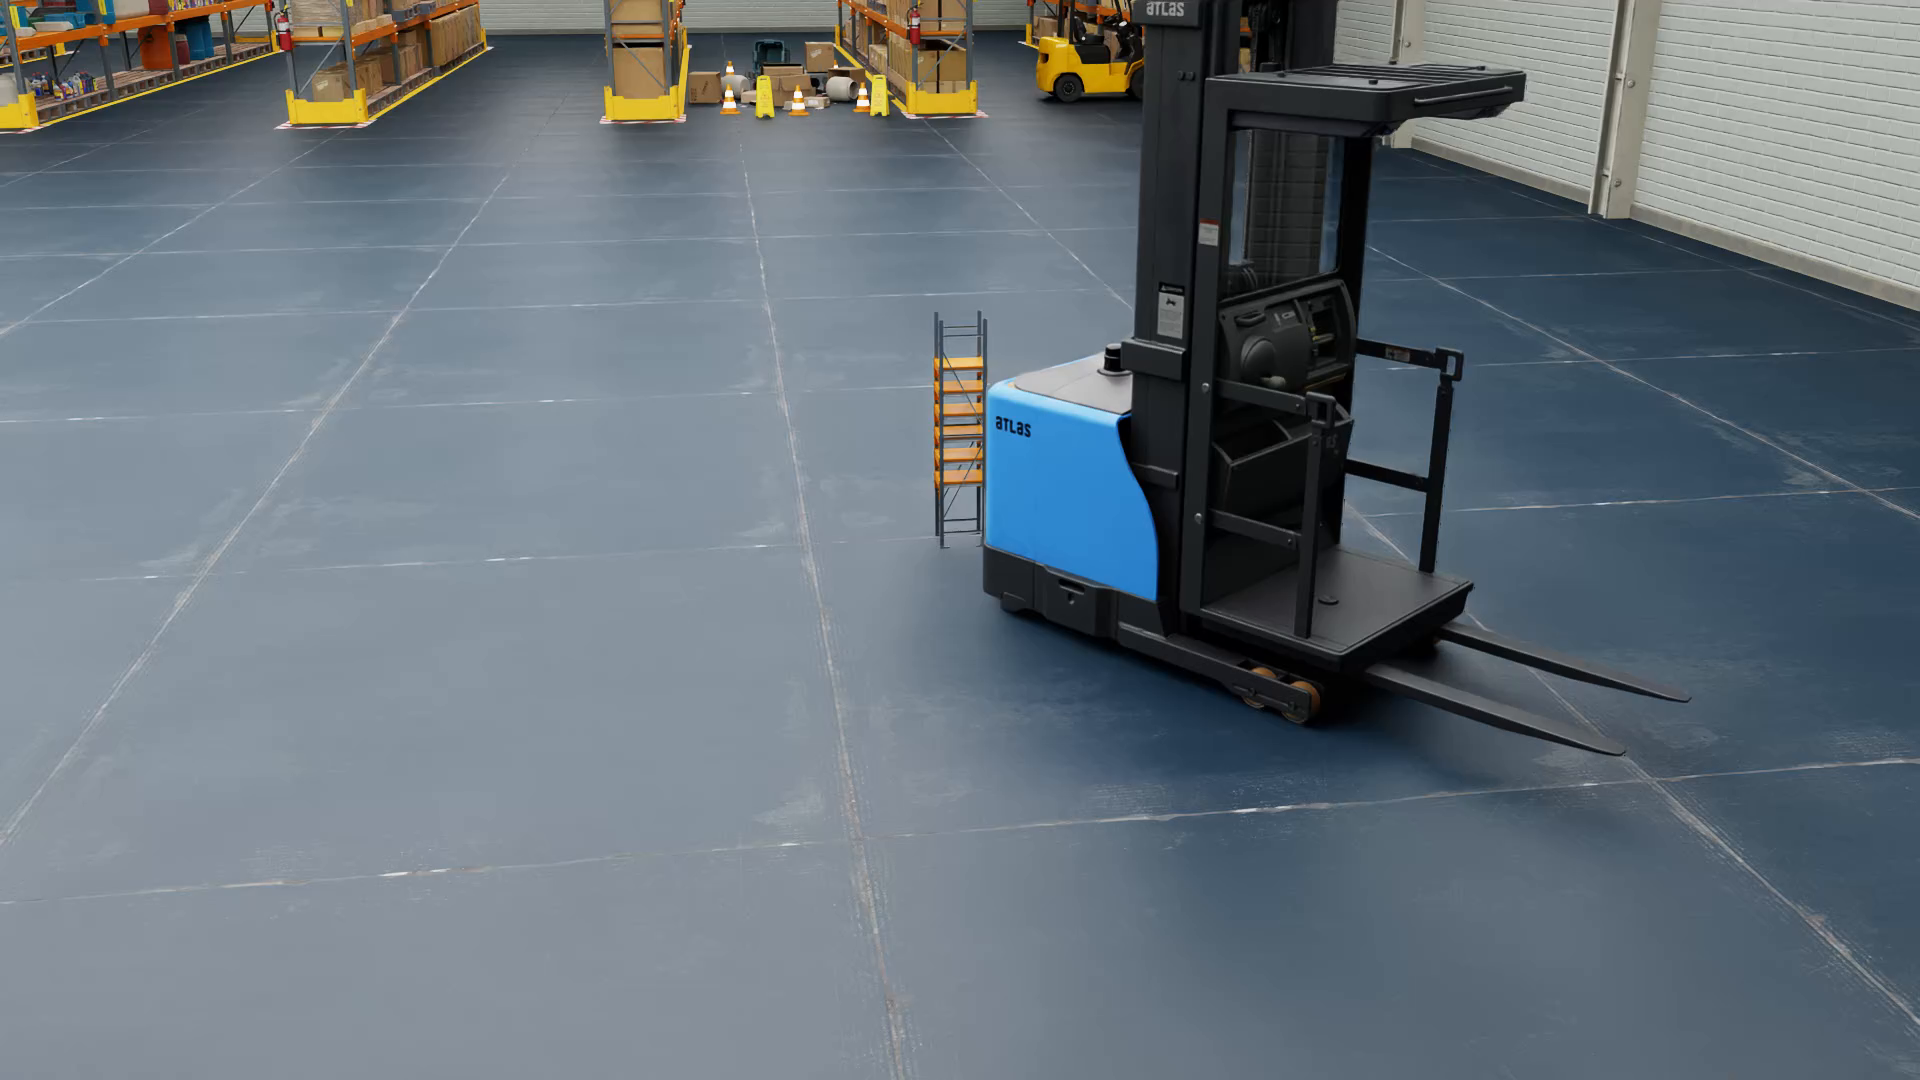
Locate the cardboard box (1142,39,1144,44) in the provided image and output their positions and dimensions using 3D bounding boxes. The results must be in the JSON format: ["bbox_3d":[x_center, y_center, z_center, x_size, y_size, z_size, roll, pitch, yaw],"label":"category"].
[{"bbox_3d":[3.951,-9.489,32.630,0.875,0.625,0.625,-2,21,-5],"label":"cardboard box"}]

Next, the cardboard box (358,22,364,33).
[{"bbox_3d":[-10.033,-8.429,27.356,0.380,0.149,0.250,-3,21,-8],"label":"cardboard box"}]

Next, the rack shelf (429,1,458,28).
[{"bbox_3d":[-11.545,-11.214,35.482,1.077,0.370,4.000,-3,21,-8],"label":"rack shelf"}]

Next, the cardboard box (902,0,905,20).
[{"bbox_3d":[-0.716,-9.122,28.285,0.500,0.500,0.500,-3,21,-8],"label":"cardboard box"}]

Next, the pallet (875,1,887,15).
[{"bbox_3d":[-1.125,-10.585,33.044,1.003,0.211,1.213,-3,21,-8],"label":"pallet"}]

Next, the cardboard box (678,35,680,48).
[{"bbox_3d":[-6.260,-10.531,35.597,0.500,0.500,0.500,-3,21,-7],"label":"cardboard box"}]

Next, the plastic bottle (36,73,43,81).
[{"bbox_3d":[-15.876,-7.888,28.707,0.144,0.351,0.185,-2,21,-6],"label":"plastic bottle"}]

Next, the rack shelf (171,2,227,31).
[{"bbox_3d":[-16.447,-10.964,34.813,1.077,0.370,4.000,-3,21,-8],"label":"rack shelf"}]

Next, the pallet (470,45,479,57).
[{"bbox_3d":[-12.045,-11.628,39.546,1.003,0.211,1.213,-3,21,-8],"label":"pallet"}]

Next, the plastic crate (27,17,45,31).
[{"bbox_3d":[-15.665,-8.640,27.865,0.450,0.188,0.662,-3,21,-8],"label":"plastic crate"}]

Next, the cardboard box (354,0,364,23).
[{"bbox_3d":[-10.376,-8.809,27.446,0.875,0.500,0.500,-3,21,-8],"label":"cardboard box"}]

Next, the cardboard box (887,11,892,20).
[{"bbox_3d":[-1.146,-9.730,30.840,0.380,0.149,0.250,-3,21,-8],"label":"cardboard box"}]

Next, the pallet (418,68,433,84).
[{"bbox_3d":[-11.146,-9.282,33.265,1.003,0.211,1.213,-3,21,-8],"label":"pallet"}]

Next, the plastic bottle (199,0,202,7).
[{"bbox_3d":[-16.213,-11.468,35.310,0.152,0.276,0.135,-3,21,-8],"label":"plastic bottle"}]

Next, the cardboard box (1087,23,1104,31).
[{"bbox_3d":[3.045,-11.464,37.169,0.380,0.149,0.250,-3,21,-9],"label":"cardboard box"}]

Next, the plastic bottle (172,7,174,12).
[{"bbox_3d":[-15.904,-10.757,33.514,0.097,0.201,0.097,0,20,0],"label":"plastic bottle"}]

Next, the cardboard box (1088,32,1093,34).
[{"bbox_3d":[3.125,-10.945,36.706,0.500,0.500,0.500,-3,21,-9],"label":"cardboard box"}]

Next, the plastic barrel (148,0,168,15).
[{"bbox_3d":[-15.792,-10.527,32.420,0.600,0.536,0.708,-3,21,-8],"label":"plastic barrel"}]

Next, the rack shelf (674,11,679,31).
[{"bbox_3d":[-6.046,-10.044,32.350,1.077,0.370,4.000,-3,21,-8],"label":"rack shelf"}]

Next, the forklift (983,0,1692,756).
[{"bbox_3d":[1.519,-0.838,6.771,3.031,2.935,1.130,19,27,40],"label":"forklift"}]

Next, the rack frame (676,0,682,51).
[{"bbox_3d":[-6.911,-12.459,37.786,1.000,3.000,0.127,-3,21,-8],"label":"rack frame"}]

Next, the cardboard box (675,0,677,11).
[{"bbox_3d":[-5.933,-10.805,33.216,0.500,0.500,0.500,-3,21,-8],"label":"cardboard box"}]

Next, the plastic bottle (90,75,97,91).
[{"bbox_3d":[-15.186,-8.007,29.122,0.061,0.283,0.133,-2,21,-5],"label":"plastic bottle"}]

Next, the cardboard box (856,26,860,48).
[{"bbox_3d":[-2.011,-11.962,39.519,0.875,0.438,0.875,-3,21,-9],"label":"cardboard box"}]

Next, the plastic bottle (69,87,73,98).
[{"bbox_3d":[-15.036,-7.565,28.054,0.097,0.201,0.097,0,20,0],"label":"plastic bottle"}]

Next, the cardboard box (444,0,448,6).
[{"bbox_3d":[-11.349,-11.790,35.852,0.500,0.500,0.500,-3,21,-8],"label":"cardboard box"}]

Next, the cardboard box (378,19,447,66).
[{"bbox_3d":[-11.336,-10.300,34.442,1.225,0.875,0.875,-4,21,-10],"label":"cardboard box"}]

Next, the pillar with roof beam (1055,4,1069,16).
[{"bbox_3d":[-1.449,-17.952,43.920,9.100,9.000,0.400,-3,21,-8],"label":"pillar with roof beam"}]

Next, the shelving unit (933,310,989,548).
[{"bbox_3d":[0.002,-0.557,8.493,0.258,1.200,0.189,-3,21,-8],"label":"shelving unit"}]

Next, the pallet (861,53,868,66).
[{"bbox_3d":[-1.662,-10.750,37.197,1.003,0.211,1.213,-3,21,-8],"label":"pallet"}]

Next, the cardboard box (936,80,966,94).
[{"bbox_3d":[-0.140,-7.790,28.617,0.500,0.250,0.500,-3,21,-8],"label":"cardboard box"}]

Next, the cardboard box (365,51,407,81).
[{"bbox_3d":[-10.798,-8.888,31.171,0.700,0.500,0.500,-3,21,-8],"label":"cardboard box"}]

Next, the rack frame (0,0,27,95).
[{"bbox_3d":[-15.005,-7.839,25.417,1.000,3.000,0.127,-3,21,-8],"label":"rack frame"}]

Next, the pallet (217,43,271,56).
[{"bbox_3d":[-17.231,-11.785,39.967,1.003,0.211,1.213,-3,21,-8],"label":"pallet"}]

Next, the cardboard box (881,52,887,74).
[{"bbox_3d":[-1.059,-9.369,32.670,0.950,0.372,0.625,-2,21,-4],"label":"cardboard box"}]

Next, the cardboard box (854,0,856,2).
[{"bbox_3d":[-2.091,-12.150,37.174,0.500,0.250,0.500,-3,21,-8],"label":"cardboard box"}]

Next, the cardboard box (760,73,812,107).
[{"bbox_3d":[-3.056,-7.899,29.147,0.637,0.503,0.797,17,27,39],"label":"cardboard box"}]

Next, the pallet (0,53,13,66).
[{"bbox_3d":[-21.735,-10.676,37.000,1.003,0.211,1.213,-3,21,-8],"label":"pallet"}]

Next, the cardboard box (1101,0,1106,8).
[{"bbox_3d":[3.283,-11.374,35.096,0.500,0.250,0.500,-3,21,-8],"label":"cardboard box"}]

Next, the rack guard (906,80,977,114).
[{"bbox_3d":[-0.308,-7.444,27.932,1.175,0.500,0.348,-3,21,-8],"label":"rack guard"}]

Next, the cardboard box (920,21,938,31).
[{"bbox_3d":[-0.563,-8.589,27.786,0.380,0.149,0.250,-2,21,-6],"label":"cardboard box"}]

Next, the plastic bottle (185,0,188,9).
[{"bbox_3d":[-16.022,-11.122,34.375,0.061,0.283,0.133,-3,21,-8],"label":"plastic bottle"}]

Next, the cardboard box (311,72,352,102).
[{"bbox_3d":[-10.177,-7.331,27.031,0.500,0.500,0.500,1,20,2],"label":"cardboard box"}]

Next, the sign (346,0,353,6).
[{"bbox_3d":[-9.567,-8.522,26.008,0.100,0.325,0.005,-3,21,-8],"label":"sign"}]

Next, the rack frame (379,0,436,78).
[{"bbox_3d":[-11.257,-10.858,33.502,1.000,3.000,0.127,-3,21,-8],"label":"rack frame"}]

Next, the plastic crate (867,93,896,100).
[{"bbox_3d":[-1.459,-8.021,30.077,0.402,0.080,0.583,-11,23,-26],"label":"plastic crate"}]

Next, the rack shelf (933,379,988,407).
[{"bbox_3d":[0.002,-0.740,8.424,0.258,0.103,0.180,-3,21,-8],"label":"rack shelf"}]

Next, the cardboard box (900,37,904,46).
[{"bbox_3d":[-0.860,-8.719,29.103,0.380,0.149,0.250,-2,21,-5],"label":"cardboard box"}]

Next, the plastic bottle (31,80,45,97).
[{"bbox_3d":[-15.644,-7.657,28.194,0.152,0.276,0.135,-3,21,-8],"label":"plastic bottle"}]

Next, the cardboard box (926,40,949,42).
[{"bbox_3d":[-0.448,-8.866,30.425,0.500,0.500,0.500,-3,21,-7],"label":"cardboard box"}]

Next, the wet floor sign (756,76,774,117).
[{"bbox_3d":[-3.218,-7.291,27.314,0.267,0.644,0.232,-7,21,-17],"label":"wet floor sign"}]

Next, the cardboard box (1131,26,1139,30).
[{"bbox_3d":[3.694,-11.136,36.290,0.380,0.149,0.250,-2,21,-5],"label":"cardboard box"}]
